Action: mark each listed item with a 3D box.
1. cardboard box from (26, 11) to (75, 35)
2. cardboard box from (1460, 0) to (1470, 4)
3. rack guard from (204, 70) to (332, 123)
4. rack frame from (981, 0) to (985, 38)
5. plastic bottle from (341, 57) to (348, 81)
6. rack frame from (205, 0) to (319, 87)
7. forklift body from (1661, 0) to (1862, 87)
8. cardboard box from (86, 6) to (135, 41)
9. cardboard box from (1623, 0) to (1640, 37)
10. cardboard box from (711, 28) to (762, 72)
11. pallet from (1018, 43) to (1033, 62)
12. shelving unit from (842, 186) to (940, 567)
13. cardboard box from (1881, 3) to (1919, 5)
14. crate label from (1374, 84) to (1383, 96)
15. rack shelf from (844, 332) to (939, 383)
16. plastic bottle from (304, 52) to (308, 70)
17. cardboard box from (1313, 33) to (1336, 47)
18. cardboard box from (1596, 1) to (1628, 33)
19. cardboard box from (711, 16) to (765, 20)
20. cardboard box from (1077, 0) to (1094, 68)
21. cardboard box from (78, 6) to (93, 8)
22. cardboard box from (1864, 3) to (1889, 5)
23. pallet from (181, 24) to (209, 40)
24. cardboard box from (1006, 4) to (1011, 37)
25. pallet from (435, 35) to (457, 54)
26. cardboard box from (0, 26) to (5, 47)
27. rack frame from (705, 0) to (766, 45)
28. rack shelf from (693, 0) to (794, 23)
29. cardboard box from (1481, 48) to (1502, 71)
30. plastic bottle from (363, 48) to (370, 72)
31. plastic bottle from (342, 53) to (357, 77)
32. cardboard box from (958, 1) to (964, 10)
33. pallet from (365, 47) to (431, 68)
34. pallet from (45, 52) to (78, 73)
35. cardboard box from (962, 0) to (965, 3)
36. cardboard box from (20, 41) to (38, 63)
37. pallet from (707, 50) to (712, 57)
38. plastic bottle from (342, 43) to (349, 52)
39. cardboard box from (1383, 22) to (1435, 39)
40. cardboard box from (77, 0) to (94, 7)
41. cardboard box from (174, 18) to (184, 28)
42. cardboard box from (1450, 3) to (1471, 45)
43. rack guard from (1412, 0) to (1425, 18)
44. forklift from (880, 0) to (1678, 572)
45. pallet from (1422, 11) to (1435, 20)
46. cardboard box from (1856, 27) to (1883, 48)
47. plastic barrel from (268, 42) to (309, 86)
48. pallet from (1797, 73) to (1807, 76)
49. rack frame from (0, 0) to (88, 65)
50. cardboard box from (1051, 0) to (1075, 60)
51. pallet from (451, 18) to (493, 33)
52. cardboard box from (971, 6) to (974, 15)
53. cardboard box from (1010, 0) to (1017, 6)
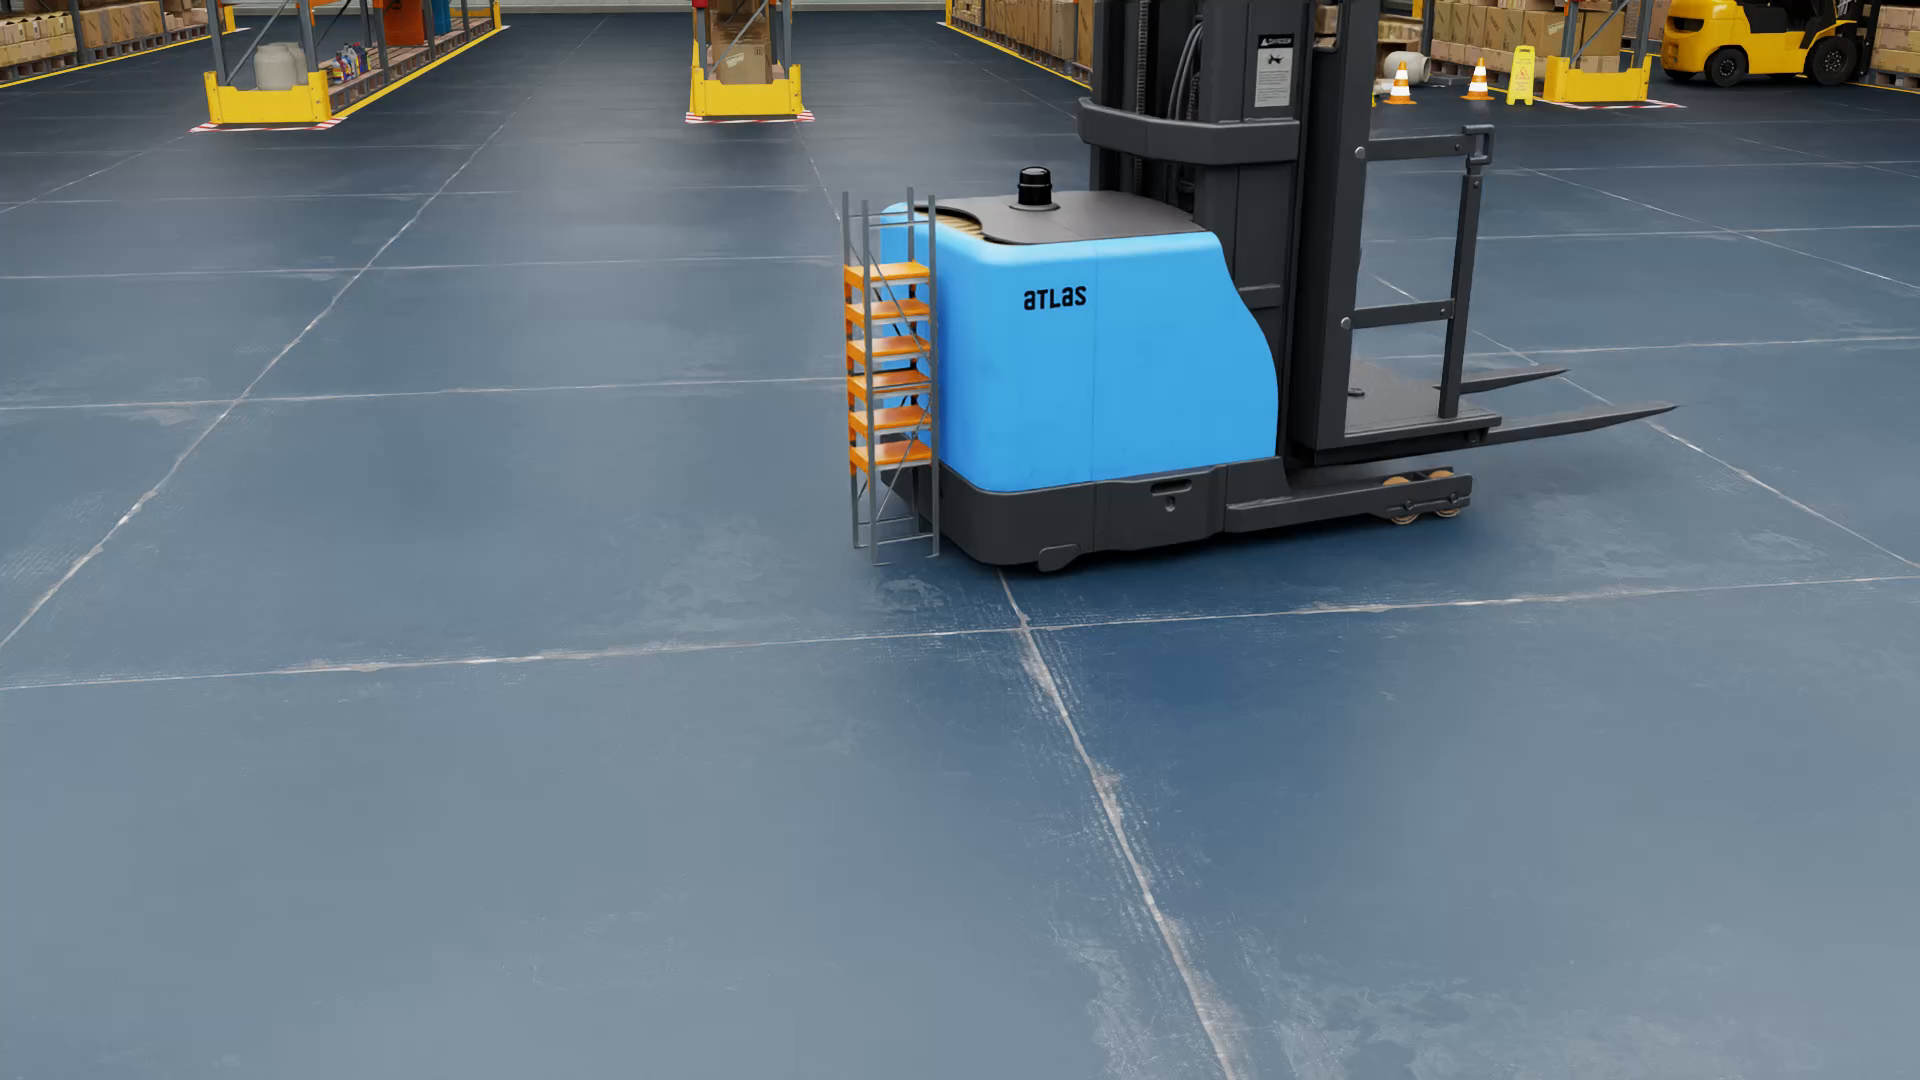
[{"bbox_3d":[-12.956,-7.341,23.611,0.500,0.311,0.500,-2,21,-6],"label":"cardboard box"},{"bbox_3d":[6.764,-7.073,21.698,0.380,0.149,0.250,-2,21,-6],"label":"cardboard box"},{"bbox_3d":[-7.277,-4.670,17.505,1.175,0.500,0.348,-3,21,-8],"label":"rack guard"},{"bbox_3d":[0.875,-10.437,29.372,1.000,3.000,0.127,-3,21,-8],"label":"rack frame"},{"bbox_3d":[-7.222,-5.507,19.444,0.097,0.271,0.097,0,20,0],"label":"plastic bottle"},{"bbox_3d":[-7.220,-5.817,17.003,1.000,3.000,0.127,-3,21,-8],"label":"rack frame"},{"bbox_3d":[10.321,-6.985,21.344,2.313,2.155,1.214,-3,21,-8],"label":"forklift body"},{"bbox_3d":[-13.286,-8.081,26.008,0.500,0.500,0.500,-4,21,-10],"label":"cardboard box"},{"bbox_3d":[11.323,-8.456,26.862,0.875,0.625,0.625,-2,21,-6],"label":"cardboard box"},{"bbox_3d":[-2.787,-6.139,20.838,0.500,0.500,0.500,4,21,9],"label":"cardboard box"},{"bbox_3d":[1.490,-7.469,25.411,1.003,0.211,1.213,-3,21,-8],"label":"pallet"},{"bbox_3d":[-0.220,-0.519,5.388,0.258,1.200,0.189,-9,22,-21],"label":"shelving unit"},{"bbox_3d":[12.313,-6.895,21.792,0.500,0.250,0.500,-3,21,-9],"label":"cardboard box"},{"bbox_3d":[4.926,-5.405,19.991,0.250,0.136,0.298,-15,25,-35],"label":"crate label"},{"bbox_3d":[-0.221,-0.590,5.361,0.258,0.103,0.180,-9,22,-21],"label":"rack shelf"},{"bbox_3d":[-7.950,-5.785,20.189,0.097,0.271,0.097,0,20,0],"label":"plastic bottle"},{"bbox_3d":[4.587,-6.264,21.576,0.797,0.637,0.503,-3,21,-8],"label":"cardboard box"},{"bbox_3d":[10.973,-8.749,27.827,0.500,0.500,0.500,-2,21,-6],"label":"cardboard box"},{"bbox_3d":[-3.093,-7.060,23.276,0.700,0.500,0.500,-5,21,-12],"label":"cardboard box"},{"bbox_3d":[2.049,-6.647,21.662,0.875,0.875,0.875,-3,21,-7],"label":"cardboard box"},{"bbox_3d":[-13.798,-8.046,25.915,0.500,0.500,0.500,-4,21,-10],"label":"cardboard box"},{"bbox_3d":[11.797,-6.865,21.711,0.500,0.250,0.500,-3,21,-9],"label":"cardboard box"},{"bbox_3d":[-14.129,-9.078,29.720,1.003,0.211,1.213,-3,21,-8],"label":"pallet"},{"bbox_3d":[1.027,-8.472,27.085,0.500,0.500,0.500,-2,21,-6],"label":"cardboard box"},{"bbox_3d":[-8.700,-7.973,26.761,1.003,0.211,1.213,-3,21,-8],"label":"pallet"},{"bbox_3d":[-12.578,-6.454,21.237,0.500,0.311,0.500,-3,21,-8],"label":"cardboard box"},{"bbox_3d":[-3.471,-8.837,25.088,1.000,3.000,0.127,-3,21,-8],"label":"rack frame"},{"bbox_3d":[-2.607,-6.422,19.652,1.077,0.370,4.000,-3,21,-8],"label":"rack shelf"},{"bbox_3d":[6.958,-6.102,21.097,0.500,0.250,0.500,-4,21,-10],"label":"cardboard box"},{"bbox_3d":[-7.400,-5.985,20.708,0.061,0.283,0.133,-2,21,-5],"label":"plastic bottle"},{"bbox_3d":[-7.324,-5.689,19.924,0.152,0.276,0.135,-3,21,-7],"label":"plastic bottle"},{"bbox_3d":[0.156,-10.356,32.204,0.380,0.149,0.250,-2,21,-6],"label":"cardboard box"},{"bbox_3d":[-8.299,-7.010,24.184,1.003,0.211,1.213,-3,21,-8],"label":"pallet"},{"bbox_3d":[-13.195,-6.745,23.473,1.003,0.211,1.213,-3,21,-8],"label":"pallet"},{"bbox_3d":[0.247,-10.308,31.653,0.380,0.149,0.250,-3,21,-7],"label":"cardboard box"},{"bbox_3d":[-12.733,-6.546,22.286,0.500,0.250,0.500,-3,21,-7],"label":"cardboard box"},{"bbox_3d":[-3.188,-6.838,23.723,1.003,0.211,1.213,-3,21,-8],"label":"pallet"},{"bbox_3d":[-7.561,-5.951,20.520,0.144,0.351,0.185,-3,21,-8],"label":"plastic bottle"},{"bbox_3d":[6.727,-7.347,24.257,0.950,0.372,0.625,-2,21,-4],"label":"cardboard box"},{"bbox_3d":[-13.806,-8.410,25.818,0.500,0.250,0.500,-3,21,-9],"label":"cardboard box"},{"bbox_3d":[-13.833,-9.057,29.100,0.380,0.166,0.250,-3,21,-8],"label":"cardboard box"},{"bbox_3d":[6.818,-6.809,21.917,0.500,0.500,0.500,-2,21,-6],"label":"cardboard box"},{"bbox_3d":[10.104,-11.161,34.883,1.175,0.500,0.348,-3,21,-8],"label":"rack guard"},{"bbox_3d":[1.275,-1.588,5.778,3.031,2.935,1.130,-8,22,-21],"label":"forklift"},{"bbox_3d":[10.220,-10.749,34.195,1.003,0.211,1.213,-3,21,-8],"label":"pallet"},{"bbox_3d":[11.863,-6.466,21.355,0.500,0.250,0.500,-3,21,-9],"label":"cardboard box"},{"bbox_3d":[-7.462,-5.246,18.430,0.421,0.512,0.421,0,20,0],"label":"plastic barrel"},{"bbox_3d":[11.896,-6.619,23.137,1.003,0.211,1.213,-3,21,-8],"label":"pallet"},{"bbox_3d":[-13.275,-8.338,23.754,1.000,3.000,0.127,-3,21,-8],"label":"rack frame"},{"bbox_3d":[1.849,-7.020,22.840,1.050,0.750,0.750,-3,21,-8],"label":"cardboard box"},{"bbox_3d":[-9.445,-9.763,31.554,1.003,0.211,1.213,-3,21,-8],"label":"pallet"},{"bbox_3d":[0.407,-9.715,30.490,0.380,0.149,0.250,-4,21,-10],"label":"cardboard box"},{"bbox_3d":[1.093,-8.652,26.496,0.500,0.250,0.500,-3,21,-9],"label":"cardboard box"}]
